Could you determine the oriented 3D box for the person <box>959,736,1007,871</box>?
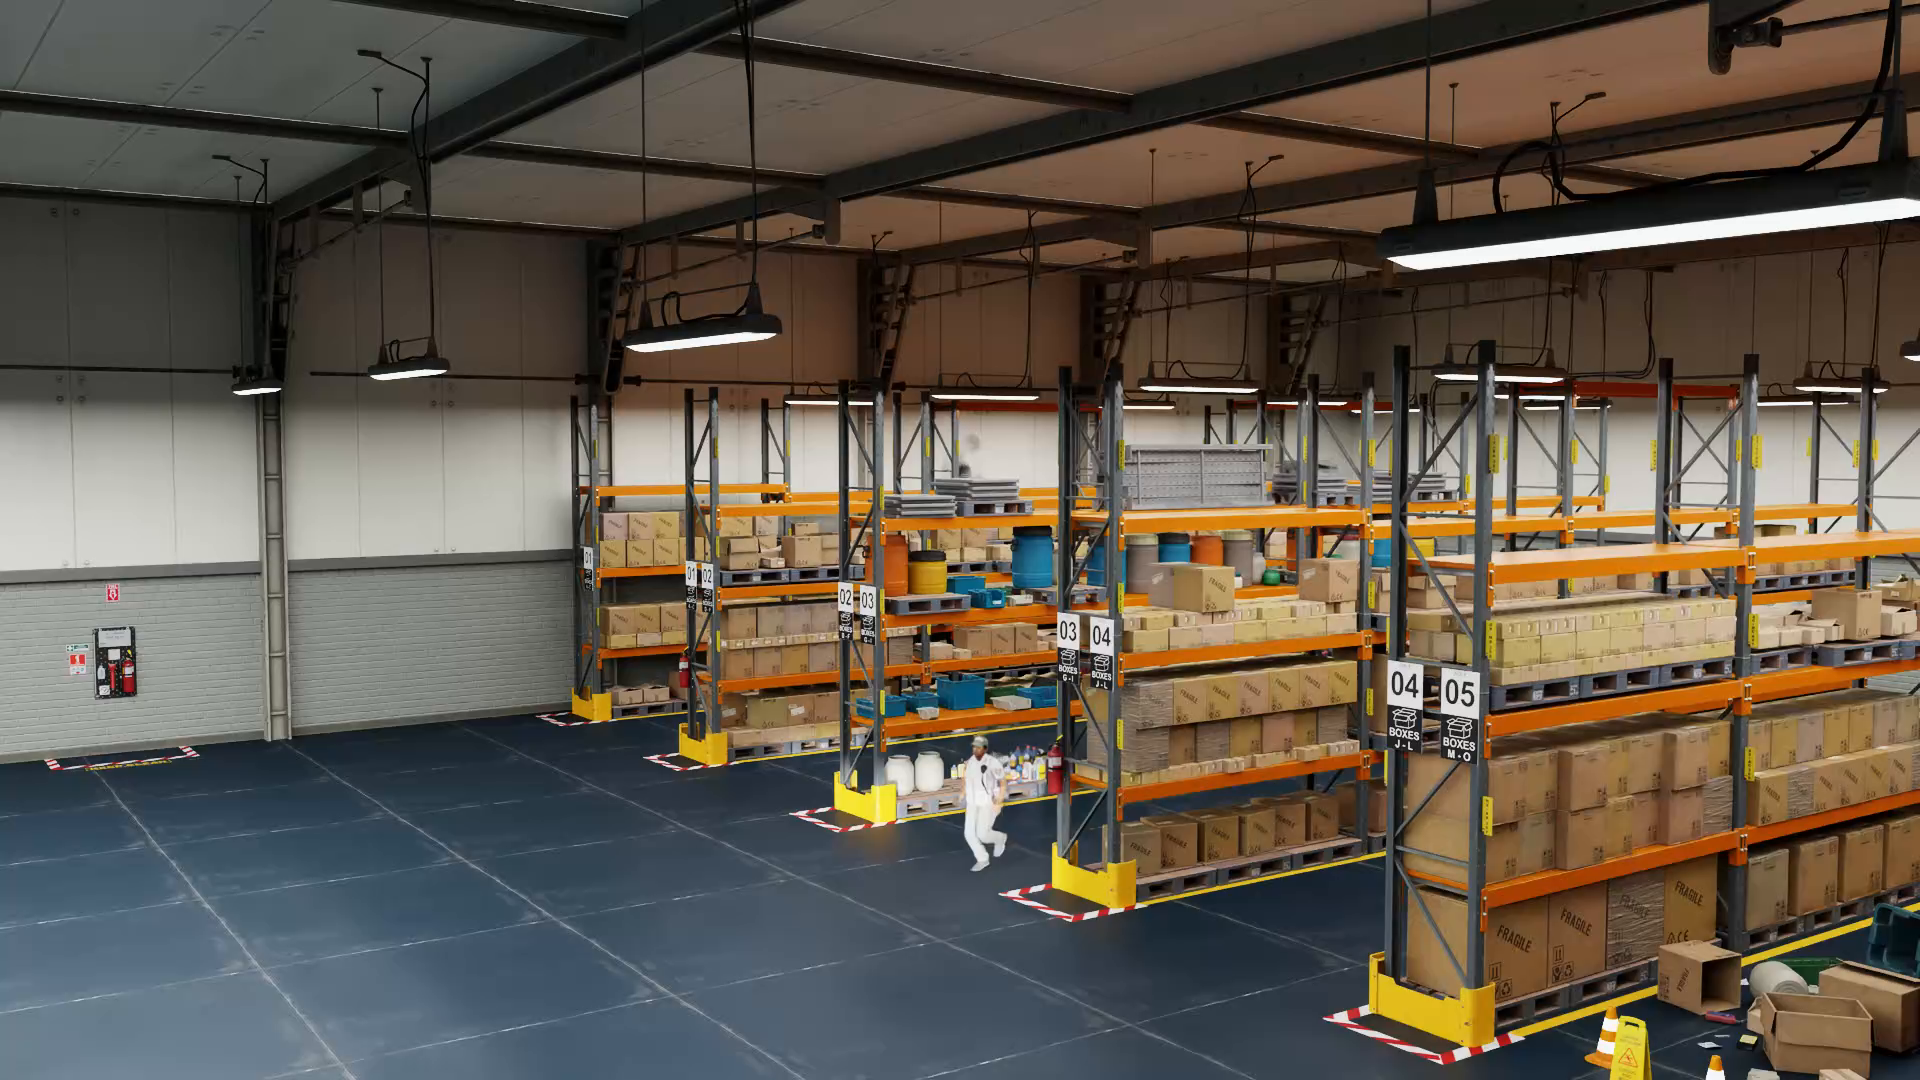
[{"bbox_3d":[0.274,3.169,20.035,0.615,1.612,0.528,3,4,39],"label":"person"}]
